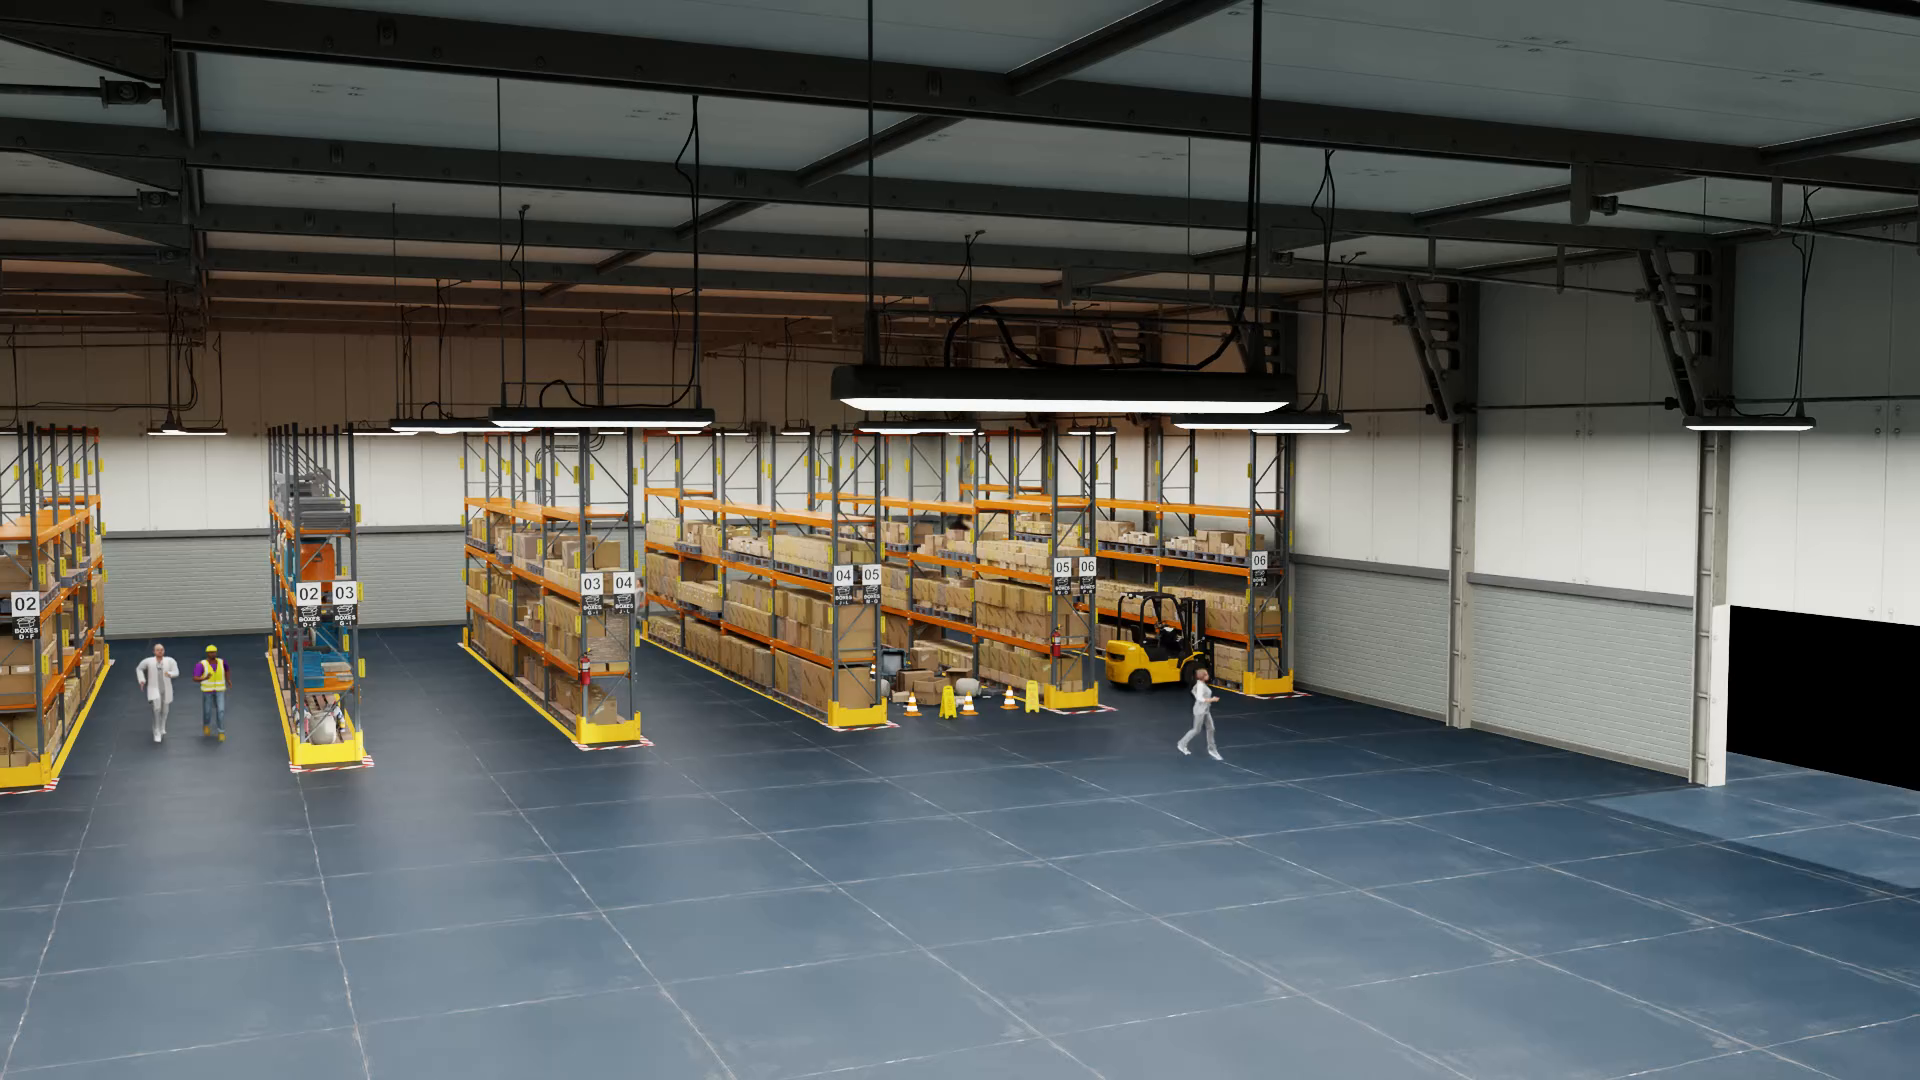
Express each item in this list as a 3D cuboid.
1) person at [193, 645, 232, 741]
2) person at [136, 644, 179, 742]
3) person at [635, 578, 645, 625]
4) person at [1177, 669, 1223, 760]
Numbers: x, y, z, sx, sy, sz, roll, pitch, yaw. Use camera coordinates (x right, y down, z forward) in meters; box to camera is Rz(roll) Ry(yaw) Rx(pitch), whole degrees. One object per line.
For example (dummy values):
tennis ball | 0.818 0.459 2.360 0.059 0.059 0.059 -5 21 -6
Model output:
person | -14.188 2.883 31.589 0.690 1.779 0.918 -2 4 -33
person | -15.241 2.904 31.659 0.672 1.848 0.834 -3 5 -40
person | -9.472 1.922 48.673 0.907 1.625 0.621 -2 4 -32
person | 4.282 3.101 29.674 0.810 1.632 0.529 1 4 21
